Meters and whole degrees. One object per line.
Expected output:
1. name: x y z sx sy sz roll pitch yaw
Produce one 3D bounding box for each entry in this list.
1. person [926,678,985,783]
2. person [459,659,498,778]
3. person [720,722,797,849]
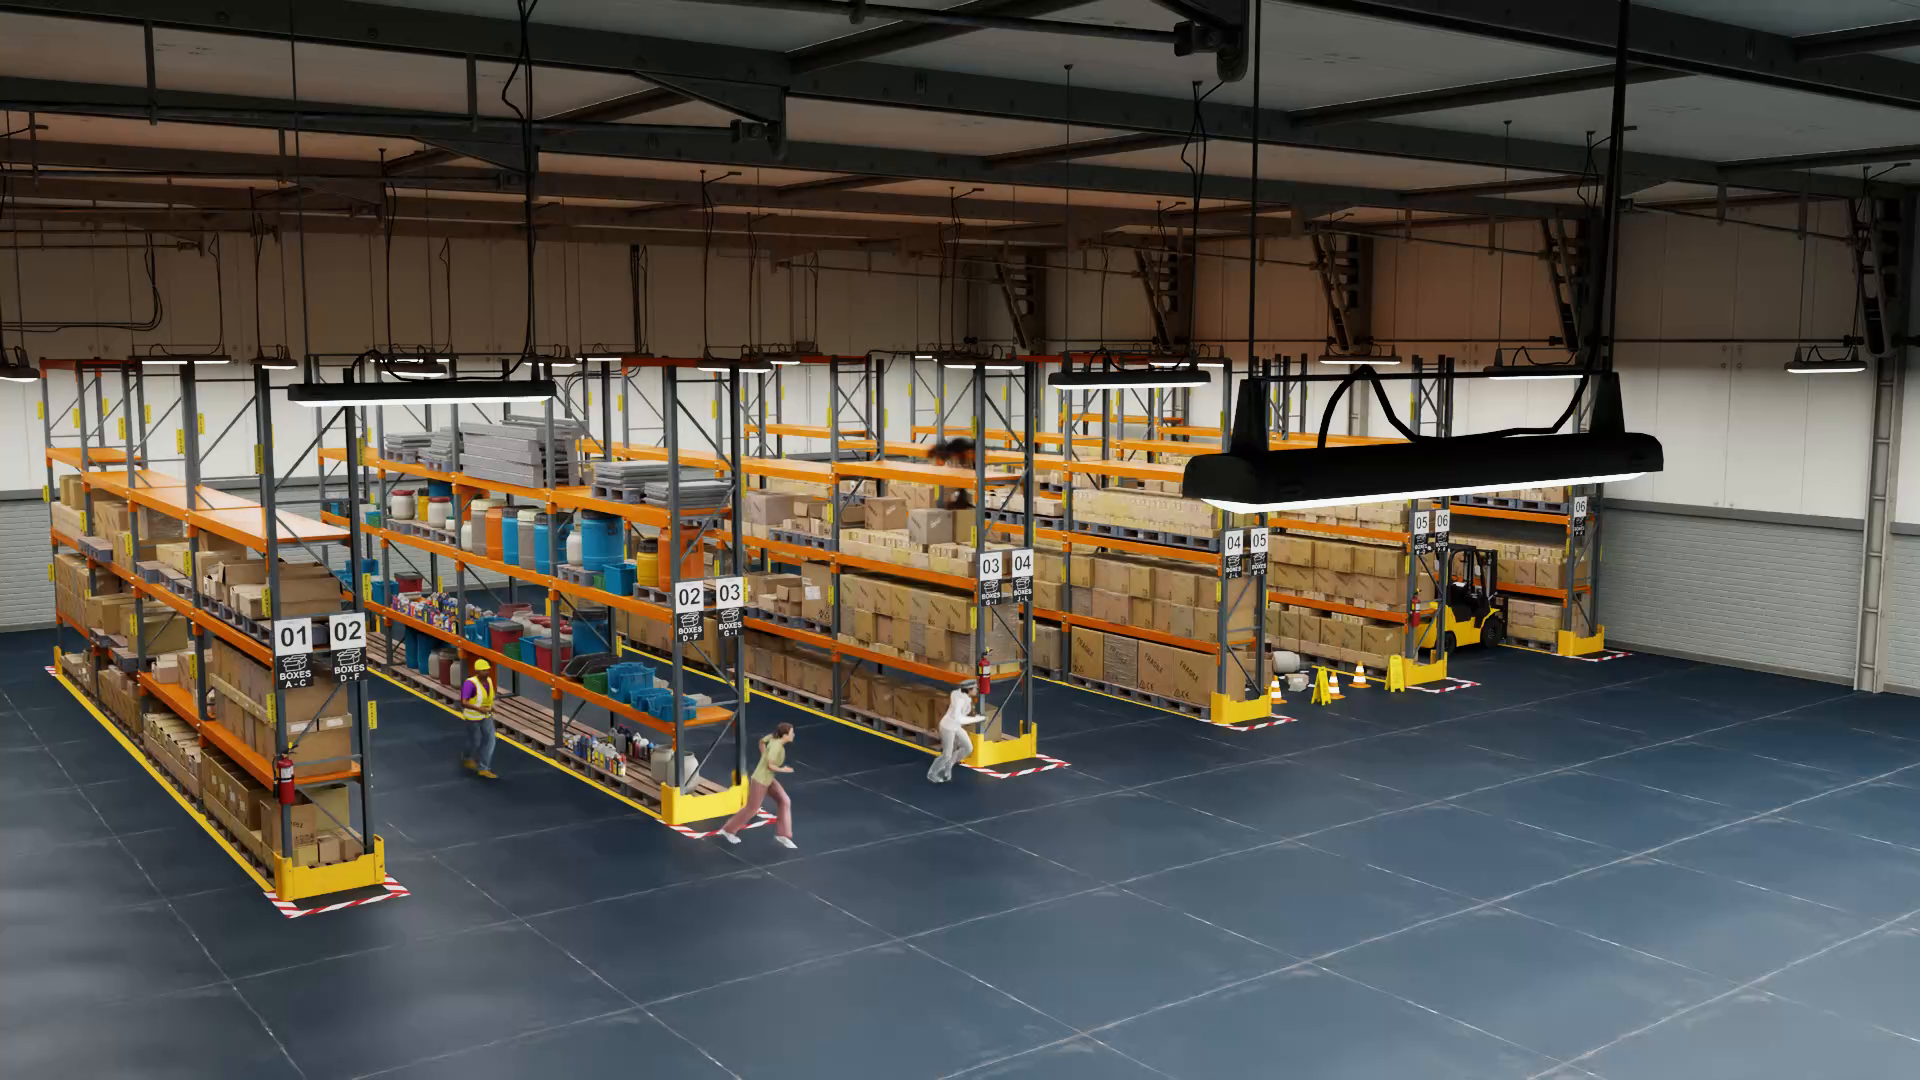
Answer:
1. person: -0.052 2.714 23.792 0.877 1.533 0.620 2 7 16
2. person: -7.053 2.570 24.131 0.847 1.735 0.672 5 8 34
3. person: -2.525 3.076 20.781 0.967 1.626 0.608 0 7 -1
